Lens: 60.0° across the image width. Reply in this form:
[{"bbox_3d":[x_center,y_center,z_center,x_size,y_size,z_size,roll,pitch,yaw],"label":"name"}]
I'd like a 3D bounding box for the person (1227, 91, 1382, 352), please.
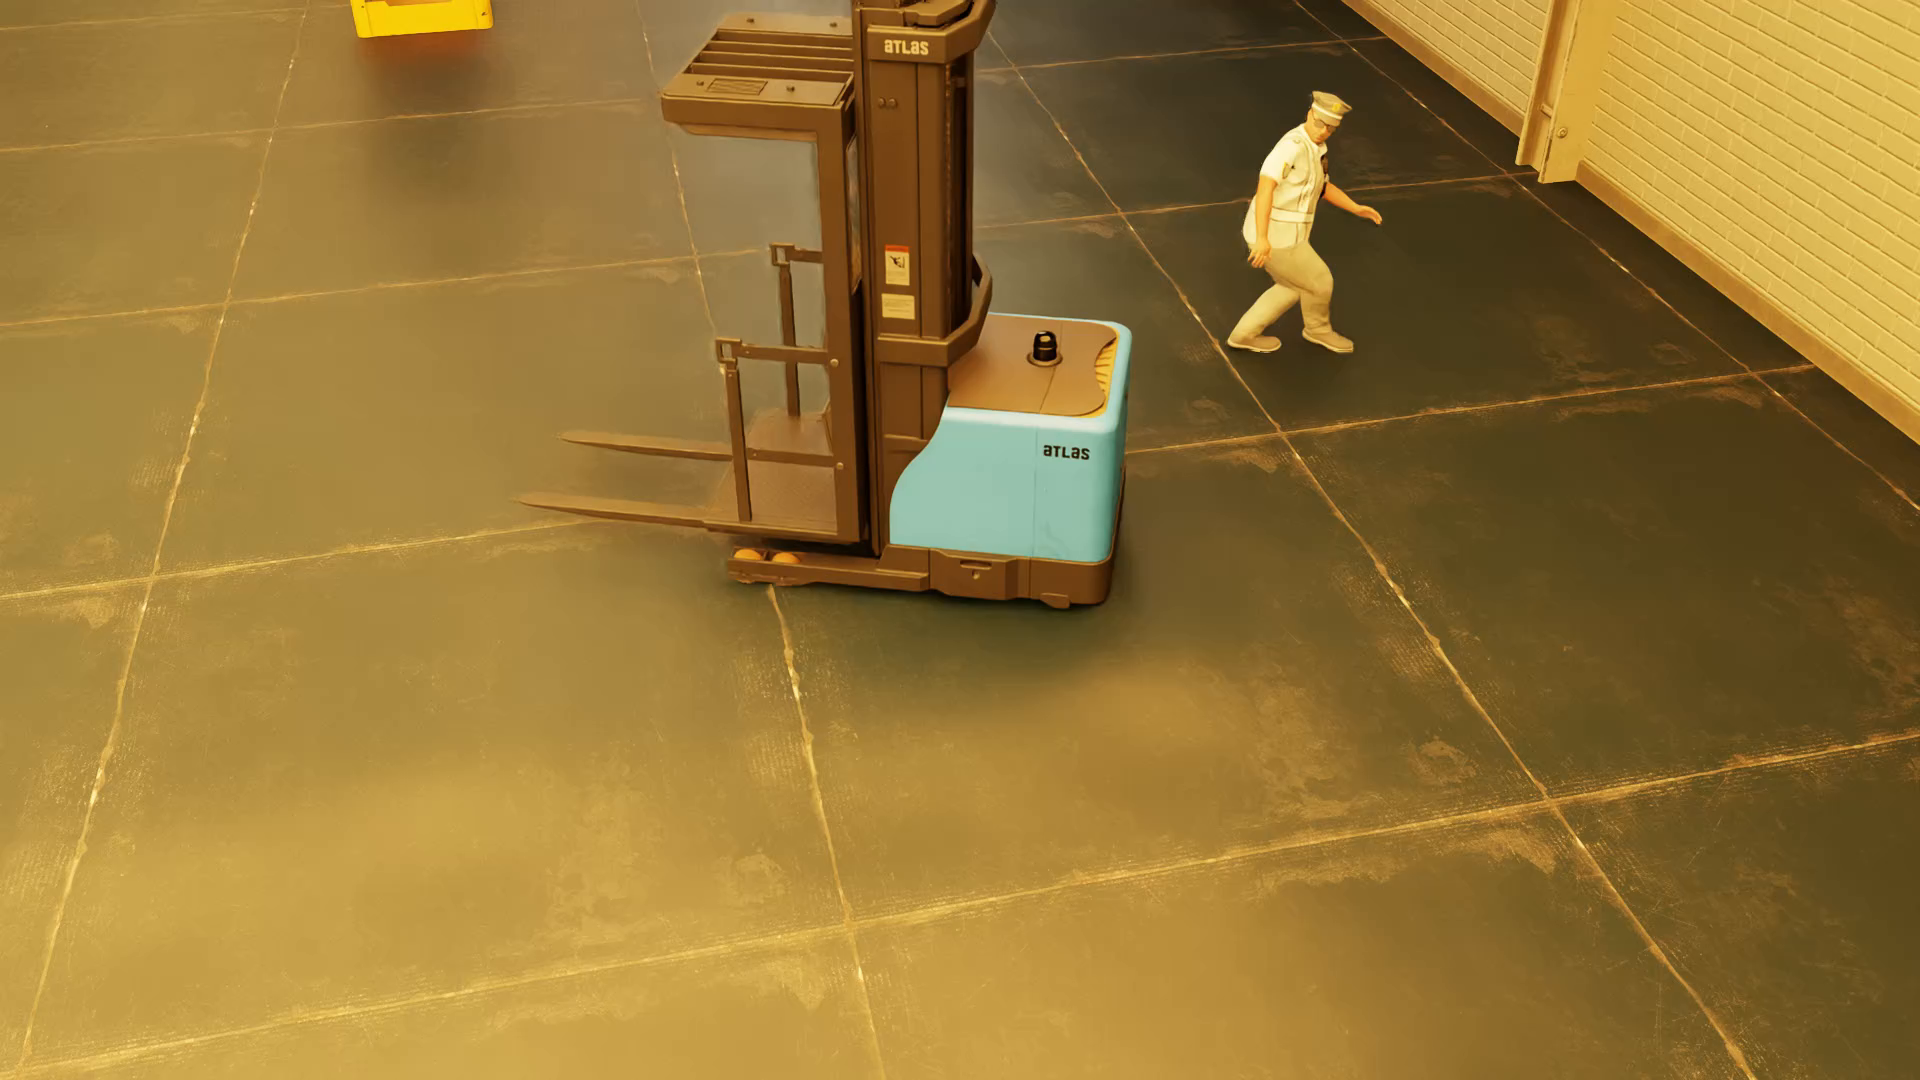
[{"bbox_3d":[2.037,-1.765,9.645,0.800,1.621,0.784,4,36,5],"label":"person"}]

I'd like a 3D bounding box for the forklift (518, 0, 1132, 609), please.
[{"bbox_3d":[-0.701,-1.256,7.796,3.031,2.935,1.130,5,36,7],"label":"forklift"}]
